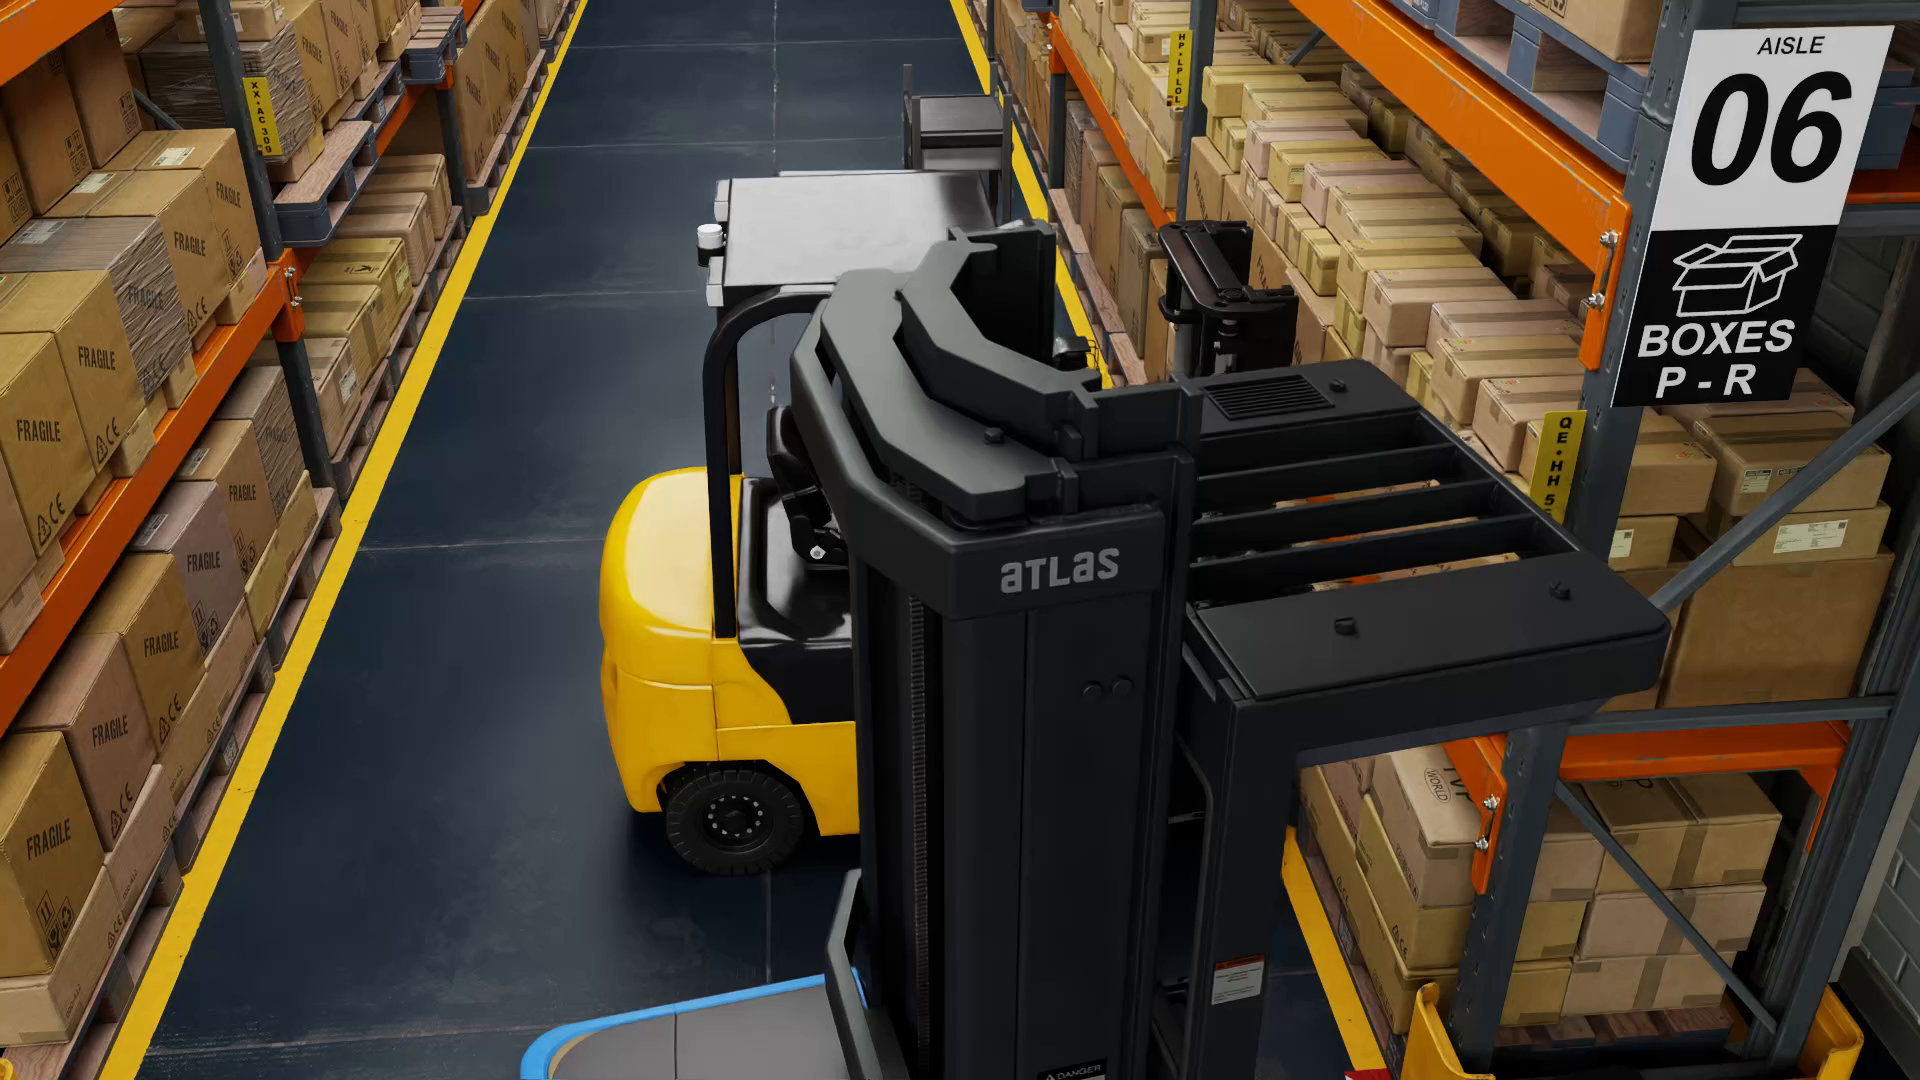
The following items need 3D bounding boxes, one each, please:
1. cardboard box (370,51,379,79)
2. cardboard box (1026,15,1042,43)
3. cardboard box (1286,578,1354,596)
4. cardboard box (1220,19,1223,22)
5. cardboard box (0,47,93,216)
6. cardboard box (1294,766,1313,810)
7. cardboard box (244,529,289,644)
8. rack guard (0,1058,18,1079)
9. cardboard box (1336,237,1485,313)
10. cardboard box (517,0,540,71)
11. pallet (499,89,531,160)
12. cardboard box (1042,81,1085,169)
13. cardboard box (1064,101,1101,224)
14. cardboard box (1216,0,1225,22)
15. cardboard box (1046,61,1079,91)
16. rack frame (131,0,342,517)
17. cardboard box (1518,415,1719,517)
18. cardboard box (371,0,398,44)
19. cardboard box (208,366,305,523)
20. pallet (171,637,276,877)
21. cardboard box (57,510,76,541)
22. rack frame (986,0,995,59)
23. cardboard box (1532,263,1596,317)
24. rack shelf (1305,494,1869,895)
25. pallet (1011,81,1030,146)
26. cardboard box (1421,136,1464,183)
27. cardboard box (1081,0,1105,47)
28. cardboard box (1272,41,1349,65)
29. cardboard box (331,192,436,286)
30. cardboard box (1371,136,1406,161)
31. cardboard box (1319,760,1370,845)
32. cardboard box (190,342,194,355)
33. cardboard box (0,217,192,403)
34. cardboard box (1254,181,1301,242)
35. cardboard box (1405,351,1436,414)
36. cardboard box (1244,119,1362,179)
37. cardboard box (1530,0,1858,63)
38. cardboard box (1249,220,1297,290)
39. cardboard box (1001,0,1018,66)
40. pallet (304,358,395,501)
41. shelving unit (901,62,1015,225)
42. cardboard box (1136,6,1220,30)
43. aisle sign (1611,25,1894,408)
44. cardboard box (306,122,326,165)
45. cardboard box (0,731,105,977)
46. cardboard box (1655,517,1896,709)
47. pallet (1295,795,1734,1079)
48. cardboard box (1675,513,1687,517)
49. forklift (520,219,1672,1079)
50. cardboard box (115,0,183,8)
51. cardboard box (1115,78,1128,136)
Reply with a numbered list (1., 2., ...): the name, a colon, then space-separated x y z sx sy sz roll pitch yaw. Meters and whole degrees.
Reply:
1. cardboard box: -3.337 -2.534 8.903 0.380 0.149 0.250 -4 31 -6
2. cardboard box: 0.722 -3.949 12.831 0.380 0.149 0.250 -4 31 -7
3. cardboard box: 1.399 0.273 5.665 0.500 0.250 0.500 -2 31 -4
4. cardboard box: 1.567 -2.805 9.180 0.500 0.250 0.500 -3 31 -6
5. cardboard box: -3.601 -1.466 5.916 0.700 0.500 0.500 -3 31 -4
6. cardboard box: 1.430 0.705 5.917 0.500 0.250 0.500 -2 31 -4
7. cardboard box: -3.069 0.198 6.766 0.500 0.250 0.500 -4 31 -6
8. rack guard: -3.085 1.714 4.393 1.175 0.500 0.348 -3 31 -5
9. cardboard box: 1.401 -0.829 5.193 0.380 0.149 0.250 -2 31 -4
10. cardboard box: -4.062 -4.403 13.858 0.875 0.875 0.875 -2 31 -3
11. pallet: -3.935 -3.235 12.961 1.003 0.211 1.213 -3 31 -5
12. cardboard box: 0.862 -2.958 11.804 0.500 0.500 0.500 -2 31 -3
13. cardboard box: 1.161 -2.486 10.894 0.875 0.625 0.625 -2 31 -3
14. cardboard box: 1.574 -2.894 8.940 0.380 0.149 0.250 -2 31 -4
15. cardboard box: 0.818 -3.270 11.696 0.380 0.149 0.250 -4 31 -7
16. rack frame: -3.452 -1.363 7.107 1.000 3.000 0.127 -3 31 -5
17. cardboard box: 1.620 -0.182 4.110 0.380 0.149 0.250 -3 31 -4
18. cardboard box: -3.399 -3.016 9.077 0.500 0.500 0.500 -5 31 -8
19. cardboard box: -3.130 -0.395 7.027 0.500 0.500 0.500 -3 31 -5
20. pallet: -3.237 0.800 6.205 1.003 0.211 1.213 -3 31 -5
21. cardboard box: -3.006 -0.058 5.167 0.380 0.149 0.250 -2 31 -3
22. rack frame: 0.742 -5.687 14.346 1.000 3.000 0.127 -3 31 -5
23. cardboard box: 1.957 -0.721 5.012 0.380 0.149 0.250 -2 31 -3
24. rack shelf: 1.676 -0.273 5.983 1.077 0.370 4.000 -3 31 -5
25. pallet: 0.973 -3.452 13.324 1.003 0.211 1.213 -3 31 -5
26. cardboard box: 1.930 -1.380 6.116 0.380 0.149 0.250 -3 31 -5
27. cardboard box: 0.991 -3.033 9.561 0.500 0.250 0.500 -4 31 -6
28. cardboard box: 1.698 -2.253 7.867 0.380 0.149 0.250 -4 31 -6
29. cardboard box: -3.706 -1.792 9.978 0.950 0.372 0.625 -3 31 -6
30. cardboard box: 1.850 -1.511 6.624 0.380 0.149 0.250 -2 31 -3
31. cardboard box: 1.470 0.735 5.379 0.500 0.250 0.500 -3 31 -5
32. cardboard box: -3.132 -0.714 6.265 0.380 0.149 0.250 -3 31 -5
33. cardboard box: -3.055 -0.791 5.762 0.500 0.500 0.500 -2 31 -3
34. cardboard box: 1.308 -1.221 6.139 0.380 0.149 0.250 -3 31 -5
35. cardboard box: 1.523 -0.437 4.826 0.380 0.149 0.250 -3 31 -5
36. cardboard box: 1.293 -1.479 6.281 0.380 0.149 0.250 -2 31 -3
37. cardboard box: 1.579 -1.329 3.519 0.500 0.500 0.500 -2 31 -3
38. cardboard box: 1.385 -0.883 6.205 0.500 0.500 0.500 -3 31 -5
39. cardboard box: 0.623 -4.265 13.993 0.500 0.500 0.500 -3 31 -5
40. pallet: -3.526 -0.563 8.487 1.003 0.211 1.213 -3 31 -5
41. shelving unit: -0.015 -0.986 7.353 0.431 2.100 0.503 -3 31 -5
42. cardboard box: 1.105 -2.611 8.466 0.380 0.149 0.250 -3 31 -6
43. aisle sign: 1.577 -0.629 3.342 0.394 0.787 0.004 -3 31 -5
44. cardboard box: -3.204 -1.861 7.775 0.380 0.149 0.250 -2 31 -4
45. cardboard box: -2.881 0.920 4.825 0.500 0.500 0.500 -4 31 -6
46. cardboard box: 2.094 0.130 4.509 0.500 0.500 0.500 -2 31 -3
47. pallet: 1.750 1.248 5.454 1.003 0.211 1.213 -3 31 -5
48. cardboard box: 2.004 -0.190 4.413 0.380 0.149 0.250 -3 31 -5
49. forklift: 0.568 0.820 3.519 3.031 2.935 1.130 -8 32 -13
50. cardboard box: -3.797 -2.568 7.695 0.380 0.149 0.250 -4 31 -6
51. cardboard box: 1.114 -2.294 8.812 0.500 0.250 0.500 -3 31 -4
